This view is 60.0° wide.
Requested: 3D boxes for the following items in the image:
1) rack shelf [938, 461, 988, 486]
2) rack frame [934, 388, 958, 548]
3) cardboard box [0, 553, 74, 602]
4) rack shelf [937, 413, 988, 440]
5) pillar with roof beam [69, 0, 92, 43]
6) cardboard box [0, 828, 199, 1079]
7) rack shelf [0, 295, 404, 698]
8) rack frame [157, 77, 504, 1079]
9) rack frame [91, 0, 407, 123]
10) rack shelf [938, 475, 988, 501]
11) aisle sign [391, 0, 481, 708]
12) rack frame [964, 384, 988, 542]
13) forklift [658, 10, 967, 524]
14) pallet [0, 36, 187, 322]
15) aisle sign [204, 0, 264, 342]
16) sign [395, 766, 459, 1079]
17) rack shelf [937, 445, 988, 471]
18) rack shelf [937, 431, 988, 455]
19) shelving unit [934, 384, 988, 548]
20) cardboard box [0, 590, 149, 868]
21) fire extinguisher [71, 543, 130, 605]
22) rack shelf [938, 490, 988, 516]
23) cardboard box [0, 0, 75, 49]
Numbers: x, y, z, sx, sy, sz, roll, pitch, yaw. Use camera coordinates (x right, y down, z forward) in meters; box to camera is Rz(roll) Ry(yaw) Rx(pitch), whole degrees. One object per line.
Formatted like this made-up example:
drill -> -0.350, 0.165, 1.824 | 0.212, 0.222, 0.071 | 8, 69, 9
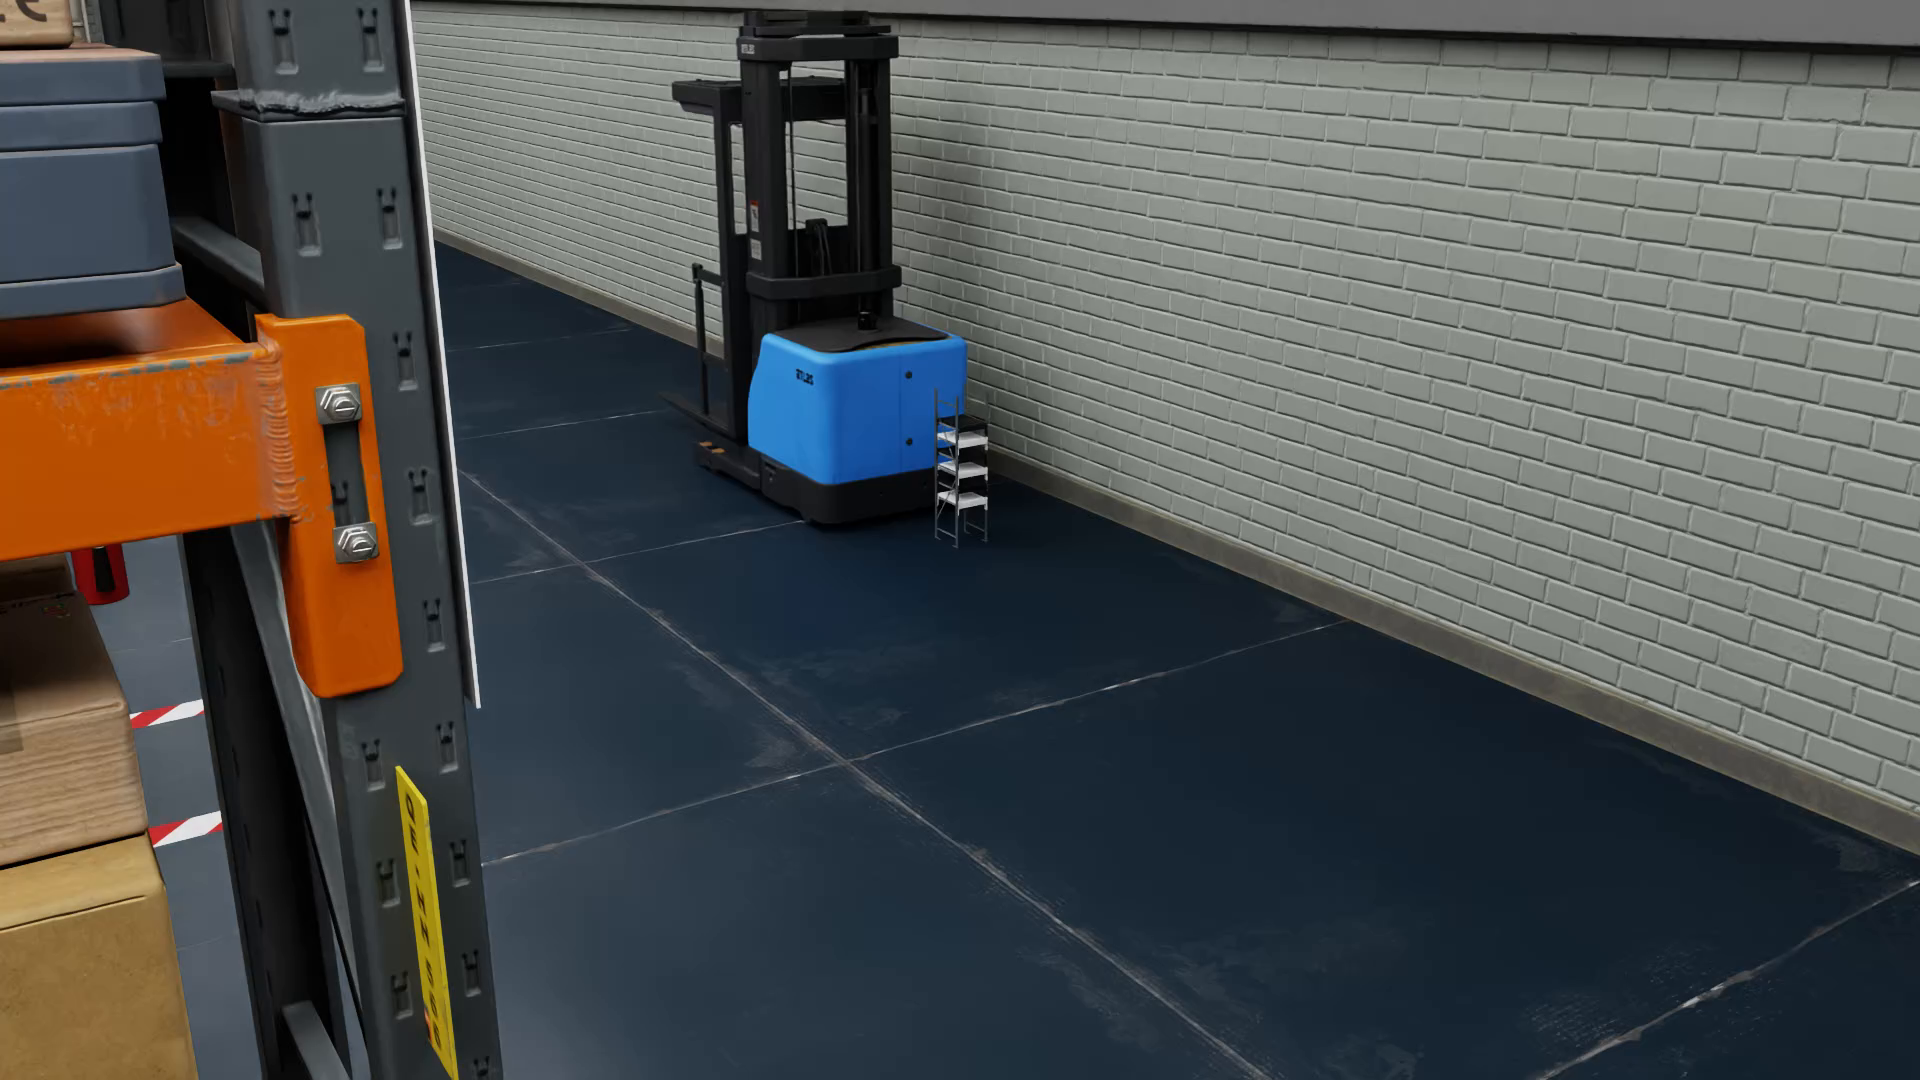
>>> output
rack shelf -> 0.007, -0.396, 9.616 | 0.200, 0.077, 0.258 | -12, 22, -31
rack frame -> -0.078, -0.410, 9.552 | 0.006, 0.900, 0.240 | -12, 22, -31
cardboard box -> -1.285, 0.069, 2.125 | 0.250, 0.149, 0.380 | -11, 22, -30
rack shelf -> 0.007, -0.652, 9.529 | 0.200, 0.077, 0.258 | -12, 22, -31
pillar with roof beam -> -10.312, -8.114, 19.693 | 0.400, 9.000, 9.100 | -12, 22, -31
cardboard box -> -1.108, 0.537, 1.756 | 0.500, 0.500, 0.500 | -11, 22, -30
rack shelf -> -2.506, 0.181, 0.964 | 4.000, 0.370, 1.077 | -12, 22, -31
rack frame -> -0.836, 0.909, 2.371 | 0.127, 3.000, 1.000 | -12, 22, -31
rack frame -> -0.836, -1.933, 1.411 | 0.127, 3.000, 1.000 | -12, 22, -31
rack shelf -> 0.007, -0.311, 9.644 | 0.200, 0.077, 0.258 | -12, 22, -31
aisle sign -> -0.605, -0.252, 1.747 | 0.004, 0.787, 0.394 | -12, 22, -31
rack frame -> 0.092, -0.446, 9.658 | 0.006, 0.900, 0.240 | -12, 22, -31
forklift -> -1.145, -1.903, 10.796 | 1.130, 2.935, 3.031 | -11, 22, -30
pallet -> -1.450, -0.336, 1.510 | 1.213, 0.211, 1.003 | -12, 22, -31
aisle sign -> -0.935, -0.412, 2.222 | 0.004, 0.787, 0.394 | -12, 22, -31
sign -> -0.549, 0.396, 1.712 | 0.005, 0.325, 0.100 | -12, 22, -31
rack shelf -> 0.007, -0.481, 9.587 | 0.200, 0.077, 0.258 | -12, 22, -31
rack shelf -> 0.007, -0.567, 9.558 | 0.200, 0.077, 0.258 | -12, 22, -31
shelving unit -> 0.007, -0.428, 9.605 | 0.210, 0.900, 0.258 | -12, 22, -31
cardboard box -> -1.026, 0.198, 1.746 | 0.250, 0.149, 0.380 | -12, 22, -31
fire extinguisher -> -3.179, -0.105, 6.073 | 0.183, 0.674, 0.296 | -12, 22, -31
rack shelf -> 0.007, -0.226, 9.673 | 0.200, 0.077, 0.258 | -12, 22, -31
cardboard box -> -1.162, -0.584, 1.526 | 0.500, 0.250, 0.500 | -14, 23, -36
